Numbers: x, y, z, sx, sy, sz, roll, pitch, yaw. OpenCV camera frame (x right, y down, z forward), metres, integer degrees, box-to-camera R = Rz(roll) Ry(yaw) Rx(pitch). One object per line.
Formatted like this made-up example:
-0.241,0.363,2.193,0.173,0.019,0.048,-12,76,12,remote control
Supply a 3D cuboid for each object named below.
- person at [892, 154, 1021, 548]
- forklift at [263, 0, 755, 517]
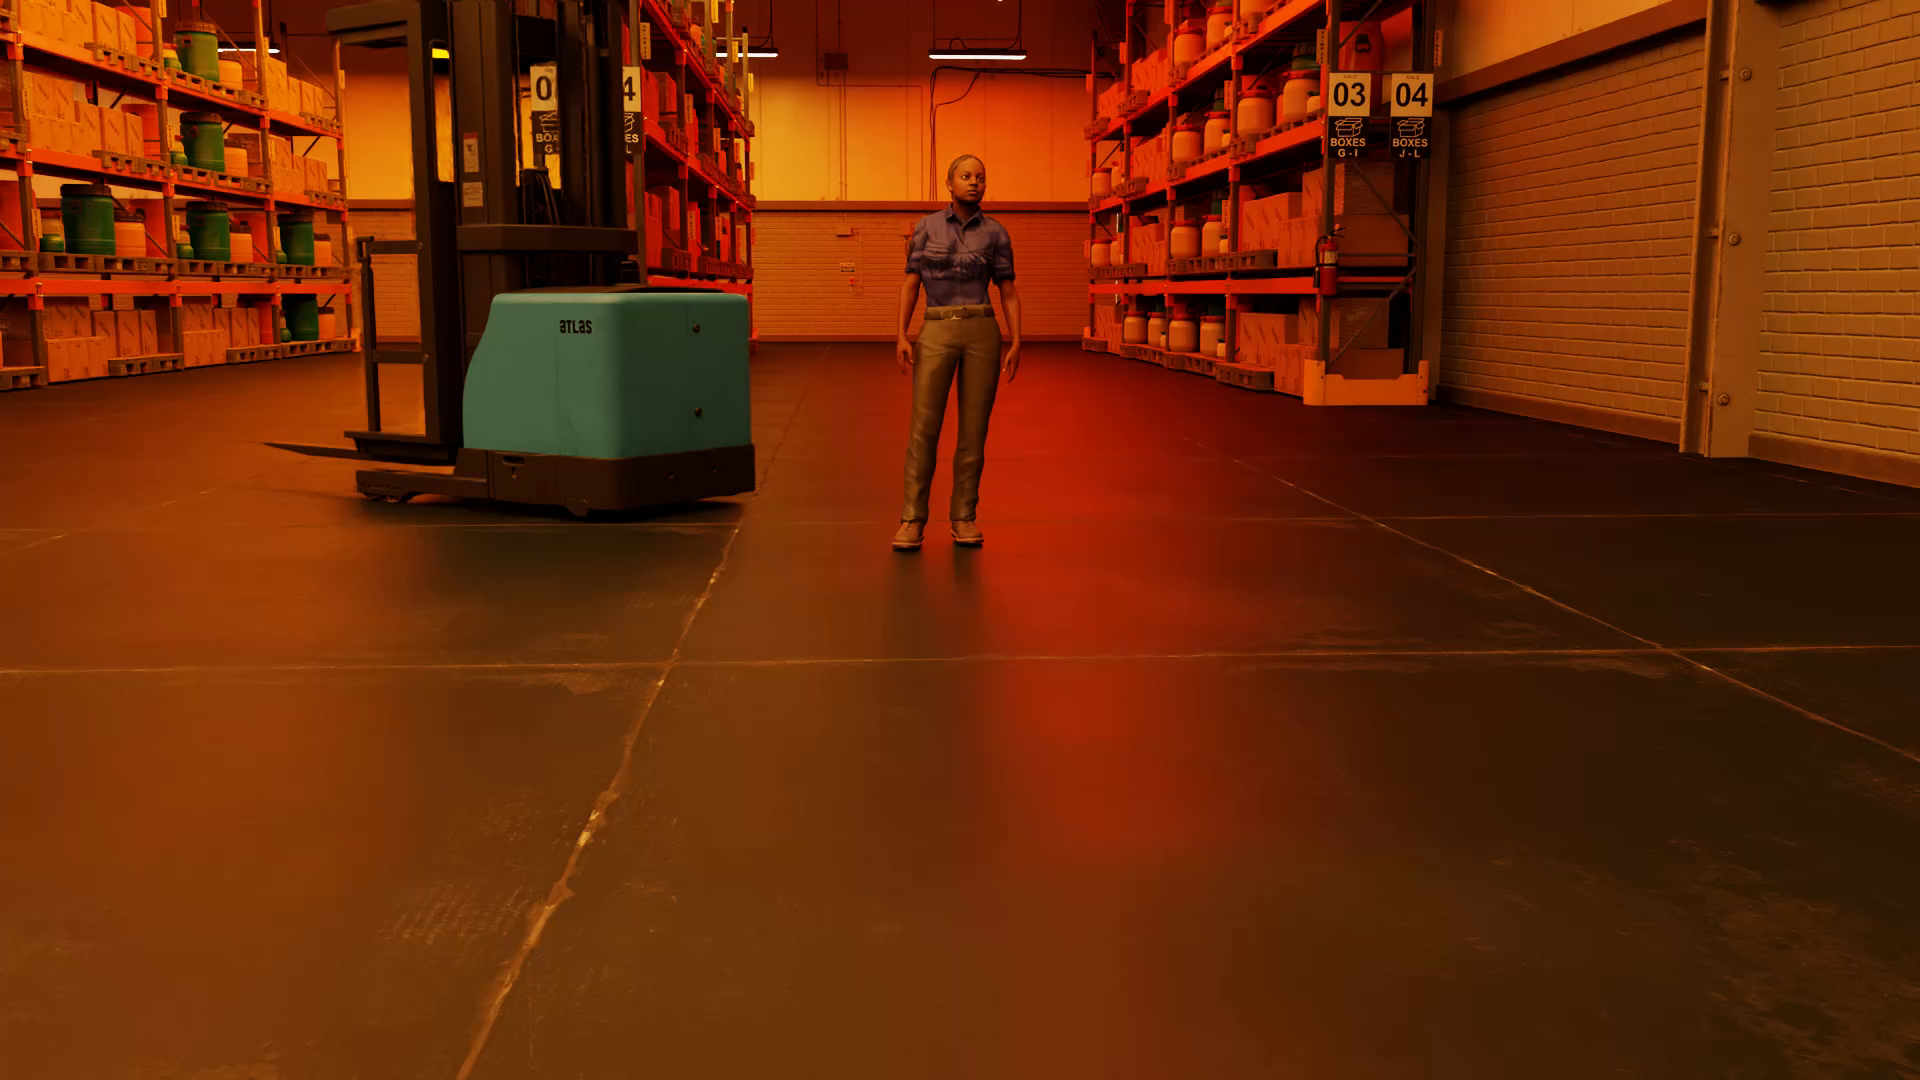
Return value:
-0.014,-0.812,7.100,0.570,1.654,0.504,-1,8,-4,person
-2.557,-1.700,8.777,3.031,2.935,1.130,6,10,34,forklift
